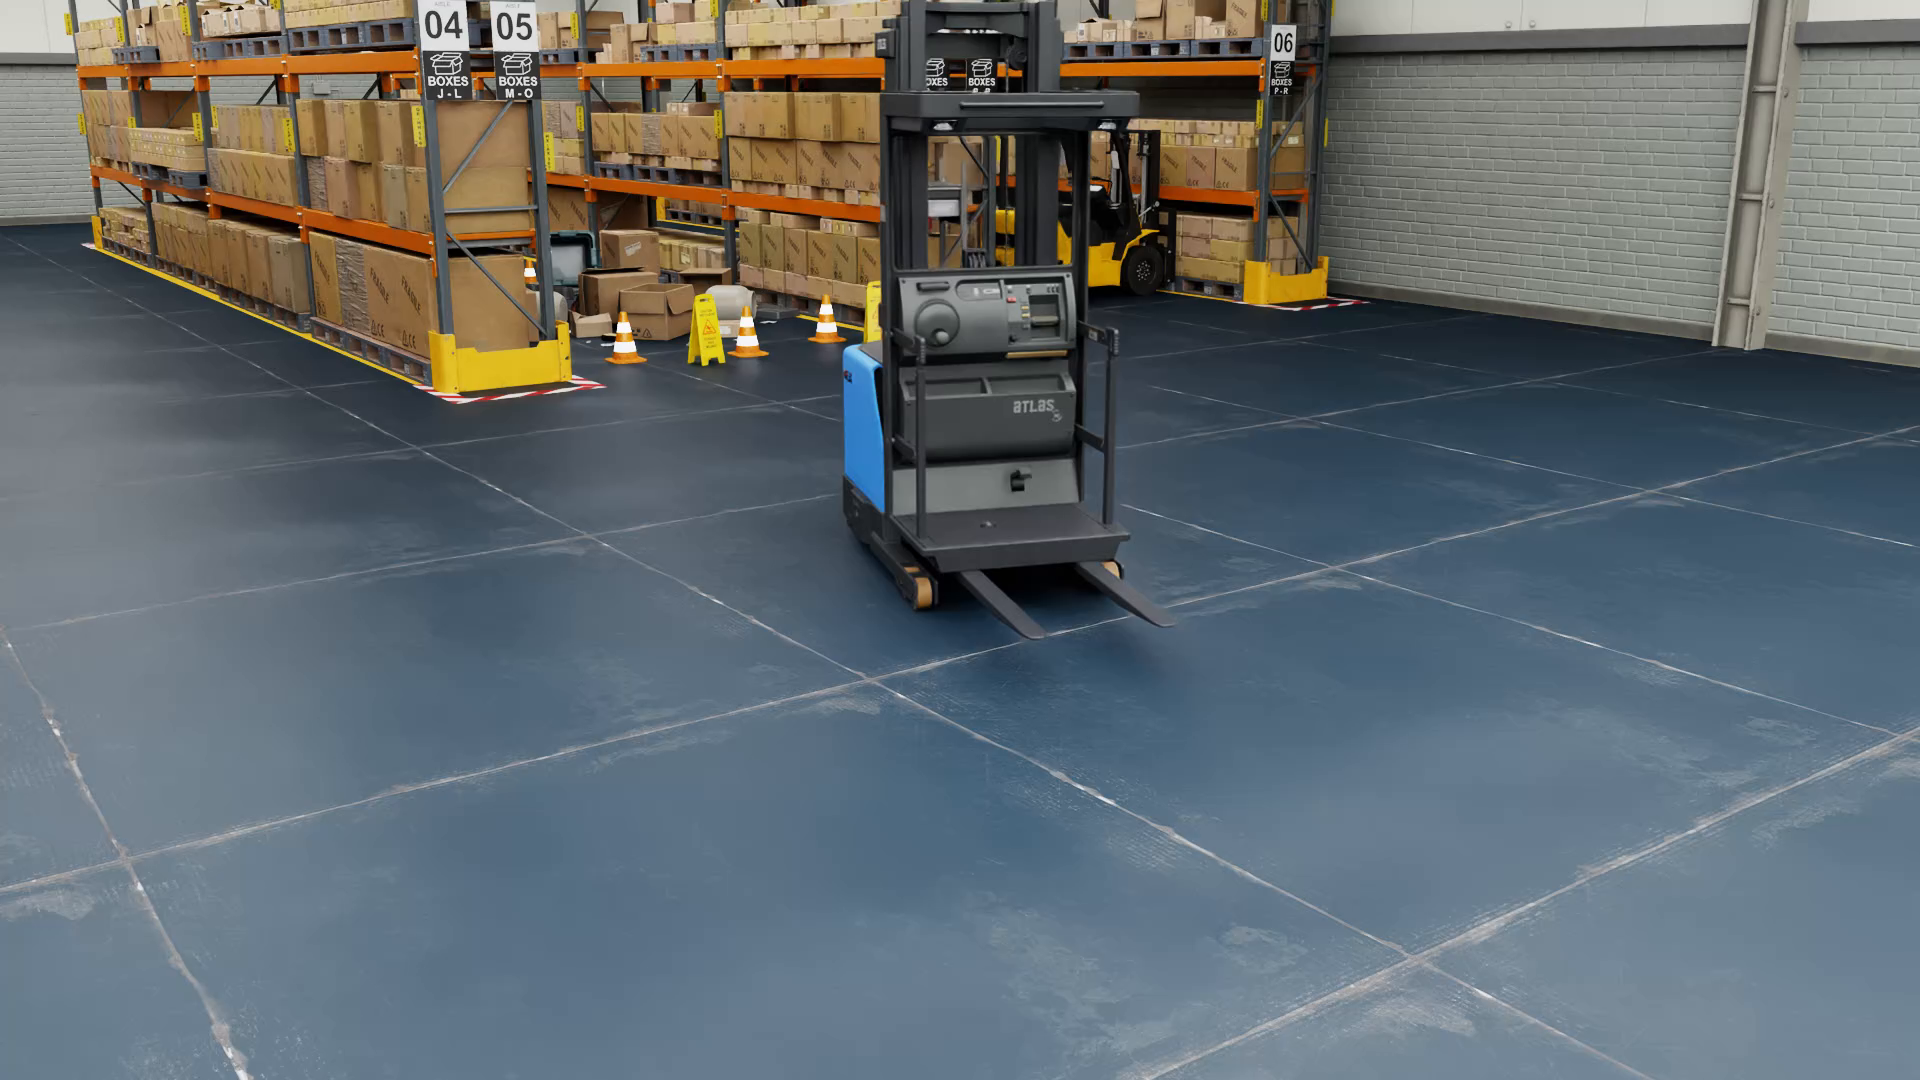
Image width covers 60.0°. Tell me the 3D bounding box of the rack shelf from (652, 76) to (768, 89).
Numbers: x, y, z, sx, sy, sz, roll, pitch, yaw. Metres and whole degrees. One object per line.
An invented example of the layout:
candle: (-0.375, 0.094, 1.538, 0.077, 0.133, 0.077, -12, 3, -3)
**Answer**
rack shelf: (-4.284, -8.467, 30.509, 1.077, 0.370, 4.000, -11, 19, -35)

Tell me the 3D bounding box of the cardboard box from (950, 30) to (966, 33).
cardboard box: (-0.145, -5.273, 17.197, 0.500, 0.250, 0.500, -11, 19, -36)

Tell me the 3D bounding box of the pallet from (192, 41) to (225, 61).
pallet: (-8.292, -5.751, 19.581, 1.213, 0.211, 1.003, -10, 18, -32)

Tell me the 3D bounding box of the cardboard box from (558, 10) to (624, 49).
cardboard box: (-5.112, -7.070, 23.054, 0.797, 0.503, 0.637, -12, 20, -38)

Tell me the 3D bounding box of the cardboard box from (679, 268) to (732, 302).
cardboard box: (-2.887, -2.816, 18.912, 0.500, 0.500, 0.500, 1, 15, 4)

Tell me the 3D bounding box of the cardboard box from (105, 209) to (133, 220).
cardboard box: (-13.080, -5.069, 25.891, 0.380, 0.149, 0.250, -11, 19, -35)

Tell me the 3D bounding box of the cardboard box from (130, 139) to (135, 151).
cardboard box: (-11.206, -5.448, 22.915, 0.380, 0.149, 0.250, -11, 18, -34)

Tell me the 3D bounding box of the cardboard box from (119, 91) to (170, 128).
cardboard box: (-11.560, -6.111, 23.574, 0.500, 0.500, 0.500, -12, 19, -36)

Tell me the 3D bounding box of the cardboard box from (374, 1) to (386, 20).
cardboard box: (-4.778, -4.520, 14.216, 0.380, 0.149, 0.250, -11, 19, -34)

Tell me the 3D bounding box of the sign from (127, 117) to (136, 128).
sign: (-11.500, -5.710, 23.117, 0.100, 0.325, 0.005, -11, 19, -35)

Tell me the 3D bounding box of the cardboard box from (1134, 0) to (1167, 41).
cardboard box: (2.656, -6.546, 20.950, 0.797, 0.503, 0.637, -10, 18, -33)

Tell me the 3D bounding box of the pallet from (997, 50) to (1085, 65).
pallet: (1.067, -6.772, 23.318, 0.805, 0.209, 1.217, -12, 19, -37)

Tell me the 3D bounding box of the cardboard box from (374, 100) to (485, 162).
cardboard box: (-4.814, -3.738, 15.223, 0.875, 0.550, 0.550, -11, 19, -35)

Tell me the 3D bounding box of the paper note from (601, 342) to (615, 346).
paper note: (-3.534, -1.973, 16.729, 0.144, 0.017, 0.142, -4, 16, -15)

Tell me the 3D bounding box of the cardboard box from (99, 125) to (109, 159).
cardboard box: (-12.763, -6.069, 25.314, 0.500, 0.500, 0.500, -11, 19, -34)

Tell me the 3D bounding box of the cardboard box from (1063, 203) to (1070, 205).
cardboard box: (1.627, -4.438, 22.628, 0.500, 0.250, 0.500, -11, 19, -35)

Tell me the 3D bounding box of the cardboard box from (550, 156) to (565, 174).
cardboard box: (-5.589, -5.416, 23.967, 0.500, 0.250, 0.500, -10, 18, -34)

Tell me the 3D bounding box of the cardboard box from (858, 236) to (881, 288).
cardboard box: (-0.747, -2.975, 17.755, 0.500, 0.500, 0.500, -11, 19, -34)

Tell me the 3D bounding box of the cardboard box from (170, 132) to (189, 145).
cardboard box: (-9.672, -5.036, 20.848, 0.380, 0.149, 0.250, -10, 18, -33)

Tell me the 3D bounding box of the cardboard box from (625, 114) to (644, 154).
cardboard box: (-4.061, -5.354, 21.907, 0.500, 0.500, 0.500, -10, 18, -34)

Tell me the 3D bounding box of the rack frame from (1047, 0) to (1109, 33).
rack frame: (1.596, -8.125, 22.216, 1.000, 3.000, 0.127, -11, 19, -35)

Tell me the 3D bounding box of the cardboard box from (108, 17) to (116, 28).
cardboard box: (-11.812, -7.311, 23.507, 0.380, 0.149, 0.250, -11, 19, -35)

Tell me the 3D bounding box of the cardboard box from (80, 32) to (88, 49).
cardboard box: (-13.061, -7.603, 25.327, 0.500, 0.250, 0.500, -11, 19, -35)

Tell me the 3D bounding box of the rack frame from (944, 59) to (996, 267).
rack frame: (-0.065, -3.606, 17.069, 1.000, 3.000, 0.127, -11, 19, -35)

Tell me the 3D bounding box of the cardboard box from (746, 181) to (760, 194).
cardboard box: (-2.300, -4.176, 19.628, 0.380, 0.149, 0.250, -10, 18, -33)

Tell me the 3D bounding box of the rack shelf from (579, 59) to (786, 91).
rack shelf: (-3.593, -5.987, 21.449, 1.077, 0.370, 4.000, -11, 19, -35)

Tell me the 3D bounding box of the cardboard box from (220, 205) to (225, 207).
cardboard box: (-9.809, -4.395, 22.470, 0.500, 0.250, 0.500, -12, 19, -37)

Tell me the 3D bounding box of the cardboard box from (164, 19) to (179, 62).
cardboard box: (-9.559, -6.207, 20.699, 0.500, 0.500, 0.500, -11, 19, -35)

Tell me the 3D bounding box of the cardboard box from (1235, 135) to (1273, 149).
cardboard box: (3.517, -4.769, 19.900, 0.380, 0.149, 0.250, -11, 19, -34)

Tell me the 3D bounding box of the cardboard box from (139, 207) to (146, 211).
cardboard box: (-12.799, -5.211, 26.410, 0.380, 0.149, 0.250, -10, 18, -33)

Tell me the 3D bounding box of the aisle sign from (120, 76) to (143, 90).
aisle sign: (-13.217, -7.549, 26.550, 0.394, 0.787, 0.004, -11, 19, -35)

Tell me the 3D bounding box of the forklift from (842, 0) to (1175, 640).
forklift: (0.207, -1.181, 8.338, 1.130, 2.935, 3.031, -4, 16, -16)

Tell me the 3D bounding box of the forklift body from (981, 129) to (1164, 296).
forklift body: (1.357, -4.090, 20.444, 2.313, 2.155, 1.214, -11, 19, -35)

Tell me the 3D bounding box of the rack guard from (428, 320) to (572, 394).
rack guard: (-3.995, -1.605, 14.494, 1.175, 0.500, 0.348, -11, 19, -35)

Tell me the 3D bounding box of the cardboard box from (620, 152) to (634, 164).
cardboard box: (-4.320, -5.104, 22.224, 0.380, 0.149, 0.250, -11, 19, -34)

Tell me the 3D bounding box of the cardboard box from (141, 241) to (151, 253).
cardboard box: (-11.571, -4.237, 23.979, 0.380, 0.149, 0.250, -11, 19, -34)

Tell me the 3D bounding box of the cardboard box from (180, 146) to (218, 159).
cardboard box: (-9.372, -4.784, 20.490, 0.380, 0.149, 0.250, -10, 18, -33)

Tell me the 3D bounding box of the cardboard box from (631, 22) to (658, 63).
cardboard box: (-3.849, -6.490, 21.727, 0.797, 0.503, 0.637, -11, 19, -35)

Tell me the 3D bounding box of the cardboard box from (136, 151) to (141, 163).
cardboard box: (-11.038, -5.246, 22.742, 0.380, 0.149, 0.250, -11, 18, -34)

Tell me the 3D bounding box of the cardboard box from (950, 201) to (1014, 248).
cardboard box: (0.386, -4.725, 24.862, 0.875, 0.625, 0.625, -12, 19, -37)

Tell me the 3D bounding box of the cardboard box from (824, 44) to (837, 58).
cardboard box: (-1.231, -5.242, 17.841, 0.380, 0.149, 0.250, -11, 19, -36)

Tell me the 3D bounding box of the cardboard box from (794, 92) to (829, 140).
cardboard box: (-1.397, -4.685, 18.366, 0.700, 0.500, 0.500, -11, 19, -35)

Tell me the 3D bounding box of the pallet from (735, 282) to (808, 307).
pallet: (-1.993, -2.977, 20.054, 1.003, 0.211, 1.213, -11, 19, -35)

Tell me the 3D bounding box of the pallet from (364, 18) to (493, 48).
pallet: (-4.454, -4.377, 14.372, 1.003, 0.211, 1.213, -11, 19, -35)

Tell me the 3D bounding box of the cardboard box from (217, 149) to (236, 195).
cardboard box: (-8.366, -4.327, 19.513, 0.500, 0.500, 0.500, -11, 19, -35)

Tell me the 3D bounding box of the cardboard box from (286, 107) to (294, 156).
cardboard box: (-6.658, -4.306, 17.543, 0.700, 0.500, 0.500, -11, 19, -35)

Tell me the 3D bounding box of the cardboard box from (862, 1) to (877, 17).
cardboard box: (-0.788, -5.455, 17.109, 0.380, 0.149, 0.250, -11, 19, -35)

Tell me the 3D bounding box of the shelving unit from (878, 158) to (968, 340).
shelving unit: (-0.224, -1.234, 10.109, 0.431, 2.100, 0.503, -4, 16, -16)

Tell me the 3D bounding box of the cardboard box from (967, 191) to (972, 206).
cardboard box: (-0.097, -3.589, 17.485, 0.380, 0.149, 0.250, -11, 19, -34)

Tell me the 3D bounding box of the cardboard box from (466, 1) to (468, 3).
cardboard box: (-4.086, -4.728, 14.221, 0.500, 0.250, 0.500, -11, 19, -35)

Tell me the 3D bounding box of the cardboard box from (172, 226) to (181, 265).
cardboard box: (-10.214, -3.954, 22.280, 0.500, 0.500, 0.500, -10, 18, -34)
